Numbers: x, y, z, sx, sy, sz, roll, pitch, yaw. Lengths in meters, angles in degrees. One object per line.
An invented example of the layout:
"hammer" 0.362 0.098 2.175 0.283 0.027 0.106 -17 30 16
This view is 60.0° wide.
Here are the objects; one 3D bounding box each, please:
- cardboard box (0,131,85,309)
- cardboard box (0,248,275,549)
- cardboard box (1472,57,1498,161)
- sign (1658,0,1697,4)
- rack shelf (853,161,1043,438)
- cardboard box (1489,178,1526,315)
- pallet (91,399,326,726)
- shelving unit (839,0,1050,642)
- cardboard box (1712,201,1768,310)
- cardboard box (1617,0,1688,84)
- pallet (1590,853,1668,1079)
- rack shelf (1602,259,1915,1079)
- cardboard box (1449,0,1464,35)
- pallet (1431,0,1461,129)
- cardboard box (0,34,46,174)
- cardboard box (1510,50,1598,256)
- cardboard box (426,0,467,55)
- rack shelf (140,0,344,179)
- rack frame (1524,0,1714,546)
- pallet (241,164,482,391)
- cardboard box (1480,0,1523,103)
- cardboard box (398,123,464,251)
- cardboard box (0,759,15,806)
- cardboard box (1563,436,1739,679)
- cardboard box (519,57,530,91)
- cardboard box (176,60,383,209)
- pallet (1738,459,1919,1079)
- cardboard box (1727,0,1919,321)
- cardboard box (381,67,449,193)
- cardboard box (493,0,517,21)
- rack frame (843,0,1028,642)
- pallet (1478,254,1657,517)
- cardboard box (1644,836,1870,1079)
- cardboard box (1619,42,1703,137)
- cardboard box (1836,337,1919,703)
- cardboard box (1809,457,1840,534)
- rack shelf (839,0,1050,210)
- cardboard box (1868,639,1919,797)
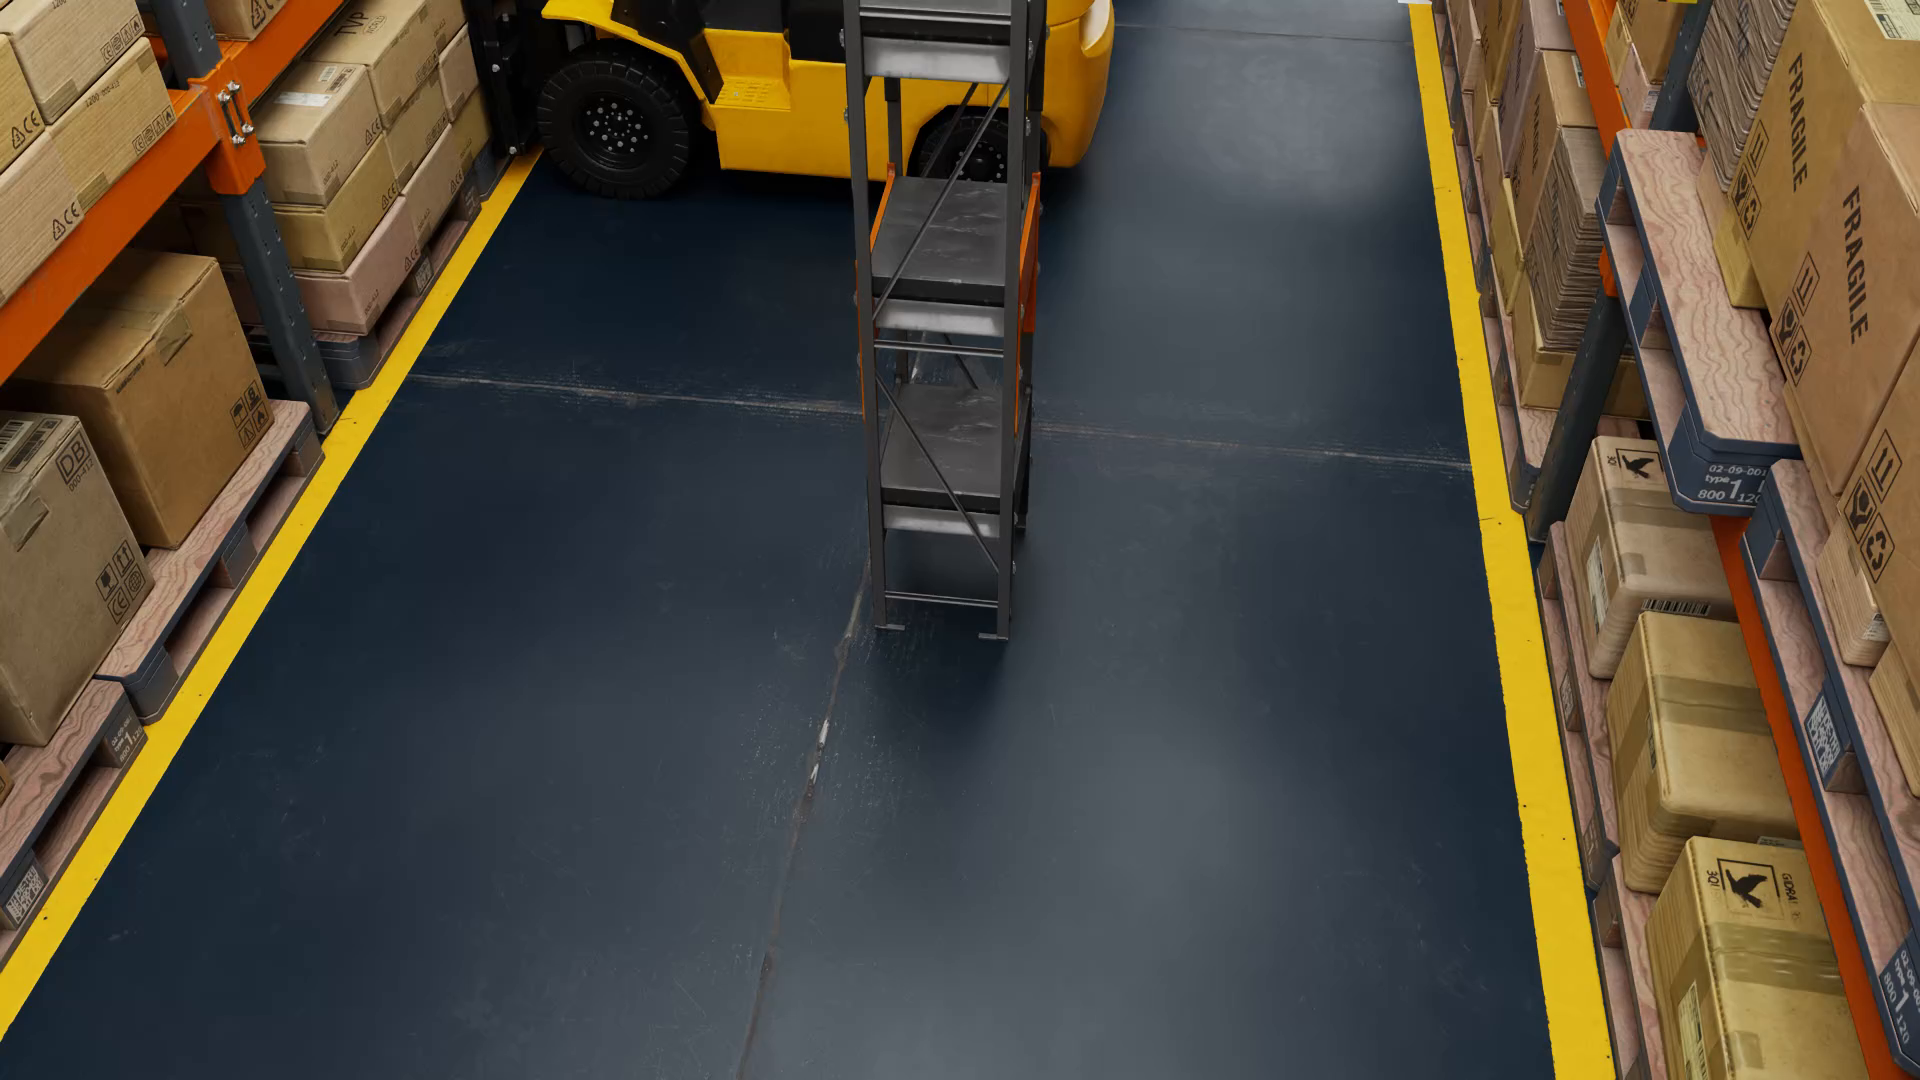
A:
"cardboard box" -2.495 -0.758 3.978 0.500 0.250 0.500 5 44 5
"cardboard box" -2.684 -0.456 4.972 0.875 0.625 0.625 7 44 7
"cardboard box" 2.308 -1.710 6.568 0.500 0.250 0.500 8 44 8
"sign" 1.755 -1.433 3.952 0.100 0.325 0.005 5 44 6
"rack shelf" -0.022 -0.640 4.418 0.431 0.518 0.480 5 44 6
"cardboard box" 2.166 -1.019 5.839 0.500 0.250 0.500 4 44 4
"pallet" -2.685 -0.005 5.101 1.003 0.211 1.213 5 44 6
"shelving unit" -0.022 -0.650 4.409 0.431 2.100 0.503 5 44 6
"cardboard box" 1.866 -0.618 3.599 0.380 0.149 0.250 6 44 6
"cardboard box" 2.106 -1.544 4.410 0.500 0.500 0.500 4 44 4
"pallet" 2.034 1.303 3.721 1.003 0.211 1.213 5 44 6
"rack shelf" 2.030 0.550 3.011 1.077 0.370 4.000 5 44 6
"cardboard box" 2.442 -2.430 7.329 0.500 0.250 0.500 5 44 5
"pallet" 2.671 -2.186 7.405 1.003 0.211 1.213 5 44 6
"cardboard box" -2.499 -0.941 3.807 0.500 0.250 0.500 4 44 4
"cardboard box" 2.172 -1.275 5.564 0.500 0.500 0.500 6 44 6
"cardboard box" -2.119 -2.029 6.178 0.500 0.250 0.500 7 44 7
"rack shelf" -2.362 -2.625 6.364 1.077 0.370 4.000 5 44 6
"rack frame" 2.294 -1.074 4.203 1.000 3.000 0.127 5 44 6
"pallet" -2.480 -1.049 6.204 1.003 0.211 1.213 5 44 6
"cardboard box" 2.301 -1.988 6.317 0.500 0.500 0.500 6 44 6
"cardboard box" -2.182 -1.324 6.161 0.500 0.250 0.500 4 44 5
"cardboard box" -2.892 0.584 3.873 0.875 0.625 0.625 4 44 4
"cardboard box" 2.227 0.085 4.584 0.950 0.372 0.625 6 44 6
"cardboard box" -2.043 -2.020 6.896 0.500 0.250 0.500 7 44 7
"cardboard box" -2.251 -1.341 5.452 0.500 0.250 0.500 5 44 5
"pallet" 1.987 0.369 2.819 1.003 0.211 1.213 5 44 6
"cardboard box" 1.882 -0.736 3.251 0.500 0.500 0.500 5 44 6
"cardboard box" -2.192 -1.504 5.987 0.500 0.250 0.500 5 44 5
"cardboard box" -2.046 -2.189 6.711 0.500 0.250 0.500 5 44 5
"rack frame" -0.054 -0.483 4.233 0.400 2.100 0.015 5 44 6
"pallet" 2.348 -0.523 5.648 1.003 0.211 1.213 5 44 6
"cardboard box" 2.045 1.049 3.566 0.950 0.372 0.625 7 44 7
"cardboard box" 2.035 -1.230 4.550 0.380 0.149 0.250 5 44 5
"cardboard box" 1.746 -0.049 2.526 0.500 0.500 0.500 4 44 4
"cardboard box" 1.795 -0.078 3.028 0.380 0.149 0.250 6 44 6
"rack shelf" -0.022 -1.148 3.937 0.431 0.518 0.480 5 44 6
"cardboard box" 1.702 0.283 2.647 0.380 0.149 0.250 4 44 4
